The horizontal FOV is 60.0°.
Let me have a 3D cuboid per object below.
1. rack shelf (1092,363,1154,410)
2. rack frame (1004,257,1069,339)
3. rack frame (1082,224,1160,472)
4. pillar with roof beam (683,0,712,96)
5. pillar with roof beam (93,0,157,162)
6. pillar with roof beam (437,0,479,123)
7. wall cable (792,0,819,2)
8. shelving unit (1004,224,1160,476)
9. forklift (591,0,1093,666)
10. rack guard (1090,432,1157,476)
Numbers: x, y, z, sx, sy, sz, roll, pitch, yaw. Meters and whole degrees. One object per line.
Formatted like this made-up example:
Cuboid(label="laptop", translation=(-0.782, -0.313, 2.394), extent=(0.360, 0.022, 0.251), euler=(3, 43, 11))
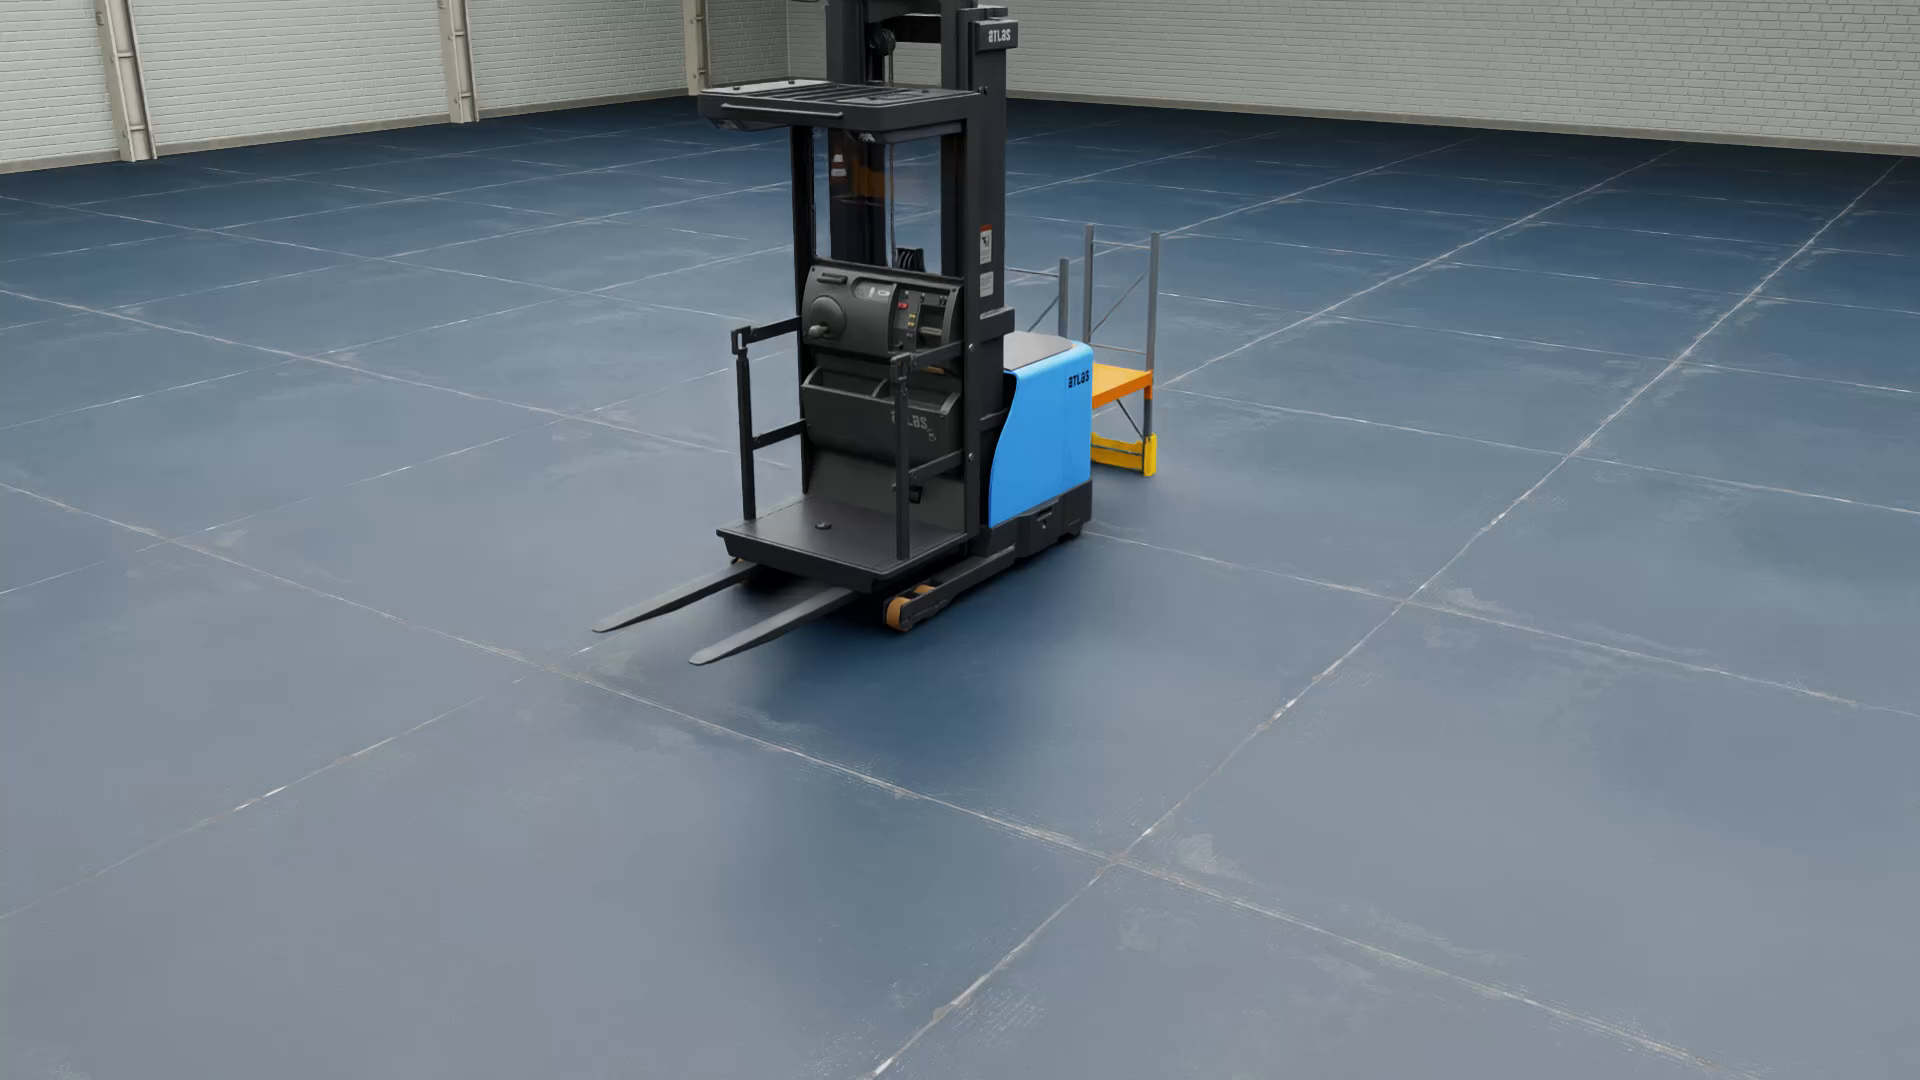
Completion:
Cuboid(label="rack shelf", translation=(0.682, -0.864, 9.958), extent=(0.538, 0.185, 1.000), euler=(14, 24, 33))
Cuboid(label="rack frame", translation=(0.386, -0.889, 9.507), extent=(0.500, 1.500, 0.032), euler=(14, 24, 33))
Cuboid(label="rack frame", translation=(0.977, -1.176, 10.284), extent=(0.500, 1.500, 0.032), euler=(14, 24, 33))
Cuboid(label="pillar with roof beam", translation=(-1.697, -12.388, 29.784), extent=(9.100, 9.000, 0.400), euler=(13, 24, 32))
Cuboid(label="pillar with roof beam", translation=(-8.442, -8.945, 20.476), extent=(9.100, 9.000, 0.400), euler=(13, 24, 32))
Cuboid(label="pillar with roof beam", translation=(-5.070, -10.666, 25.130), extent=(9.100, 9.000, 0.400), euler=(13, 24, 32))
Cuboid(label="wall cable", translation=(-2.507, -12.358, 34.180), extent=(3.097, 2.526, 0.112), euler=(13, 24, 32))
Cuboid(label="shelving unit", translation=(0.676, -1.030, 9.889), extent=(0.587, 1.500, 1.083), euler=(14, 24, 33))
Cuboid(label="forklift", translation=(-0.521, -1.121, 8.072), extent=(1.130, 2.935, 3.031), euler=(14, 24, 33))
Cuboid(label="rack guard", translation=(0.966, -0.585, 10.486), extent=(0.587, 0.250, 0.087), euler=(14, 24, 33))
